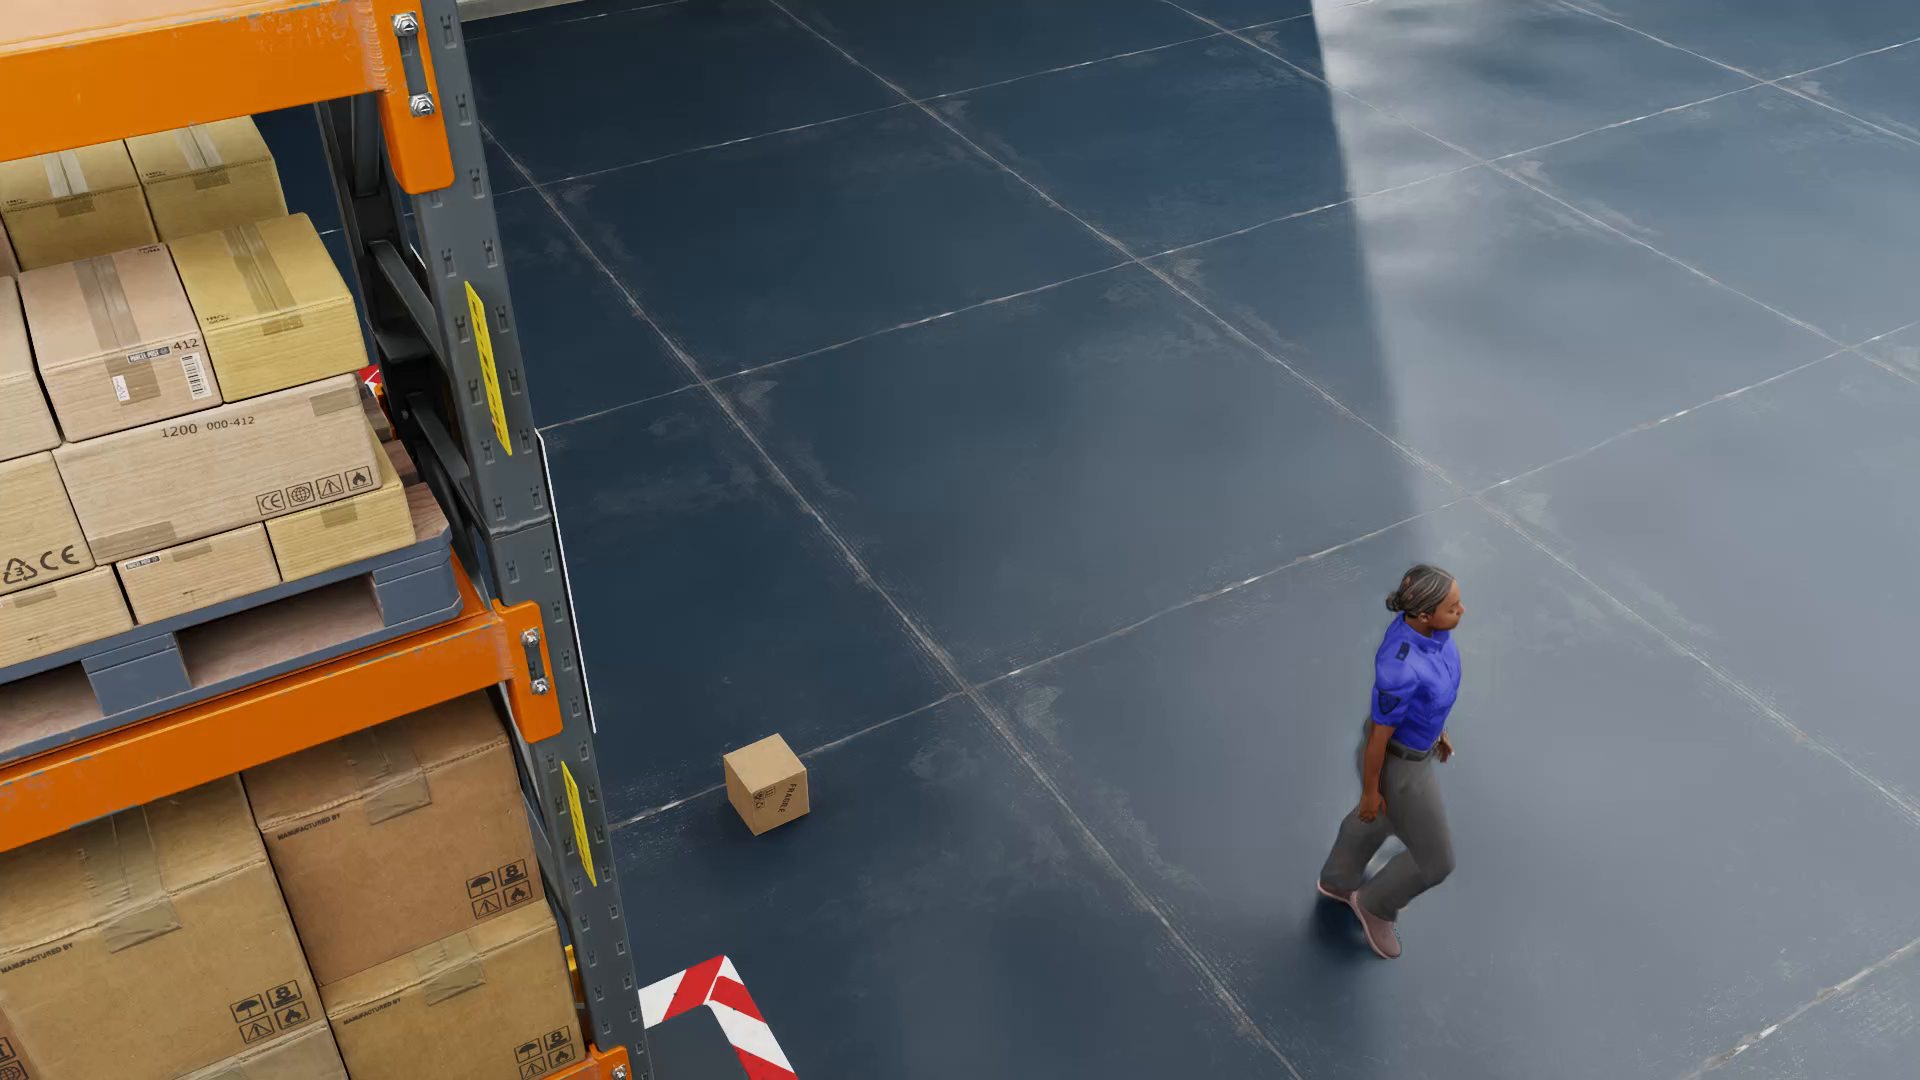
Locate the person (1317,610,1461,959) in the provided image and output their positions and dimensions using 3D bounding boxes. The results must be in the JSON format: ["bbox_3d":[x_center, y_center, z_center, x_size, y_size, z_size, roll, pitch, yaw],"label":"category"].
[{"bbox_3d":[1.595,0.868,5.953,0.477,1.498,0.443,14,39,18],"label":"person"}]
